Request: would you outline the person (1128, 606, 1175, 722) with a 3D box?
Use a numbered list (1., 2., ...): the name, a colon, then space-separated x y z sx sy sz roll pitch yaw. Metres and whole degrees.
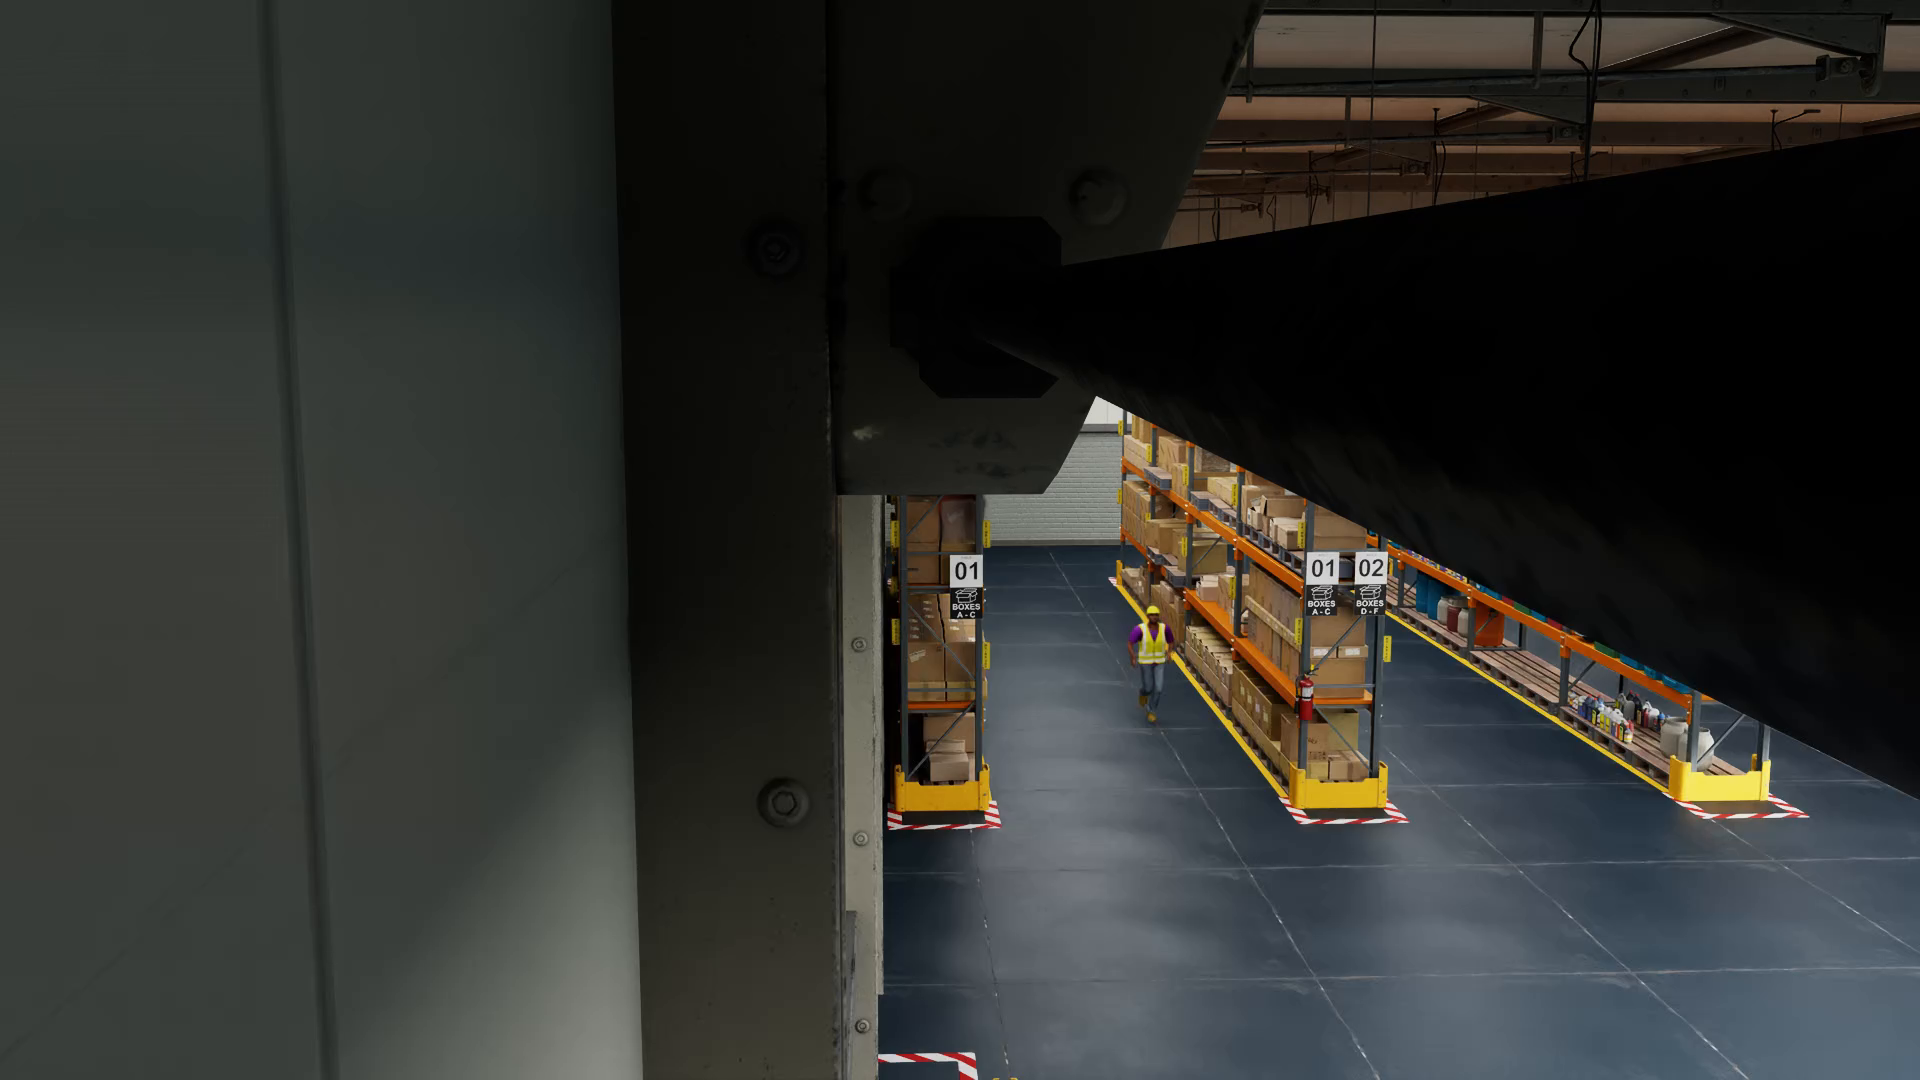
1. person: 2.875 1.831 24.928 0.716 1.733 0.583 -1 8 -5
